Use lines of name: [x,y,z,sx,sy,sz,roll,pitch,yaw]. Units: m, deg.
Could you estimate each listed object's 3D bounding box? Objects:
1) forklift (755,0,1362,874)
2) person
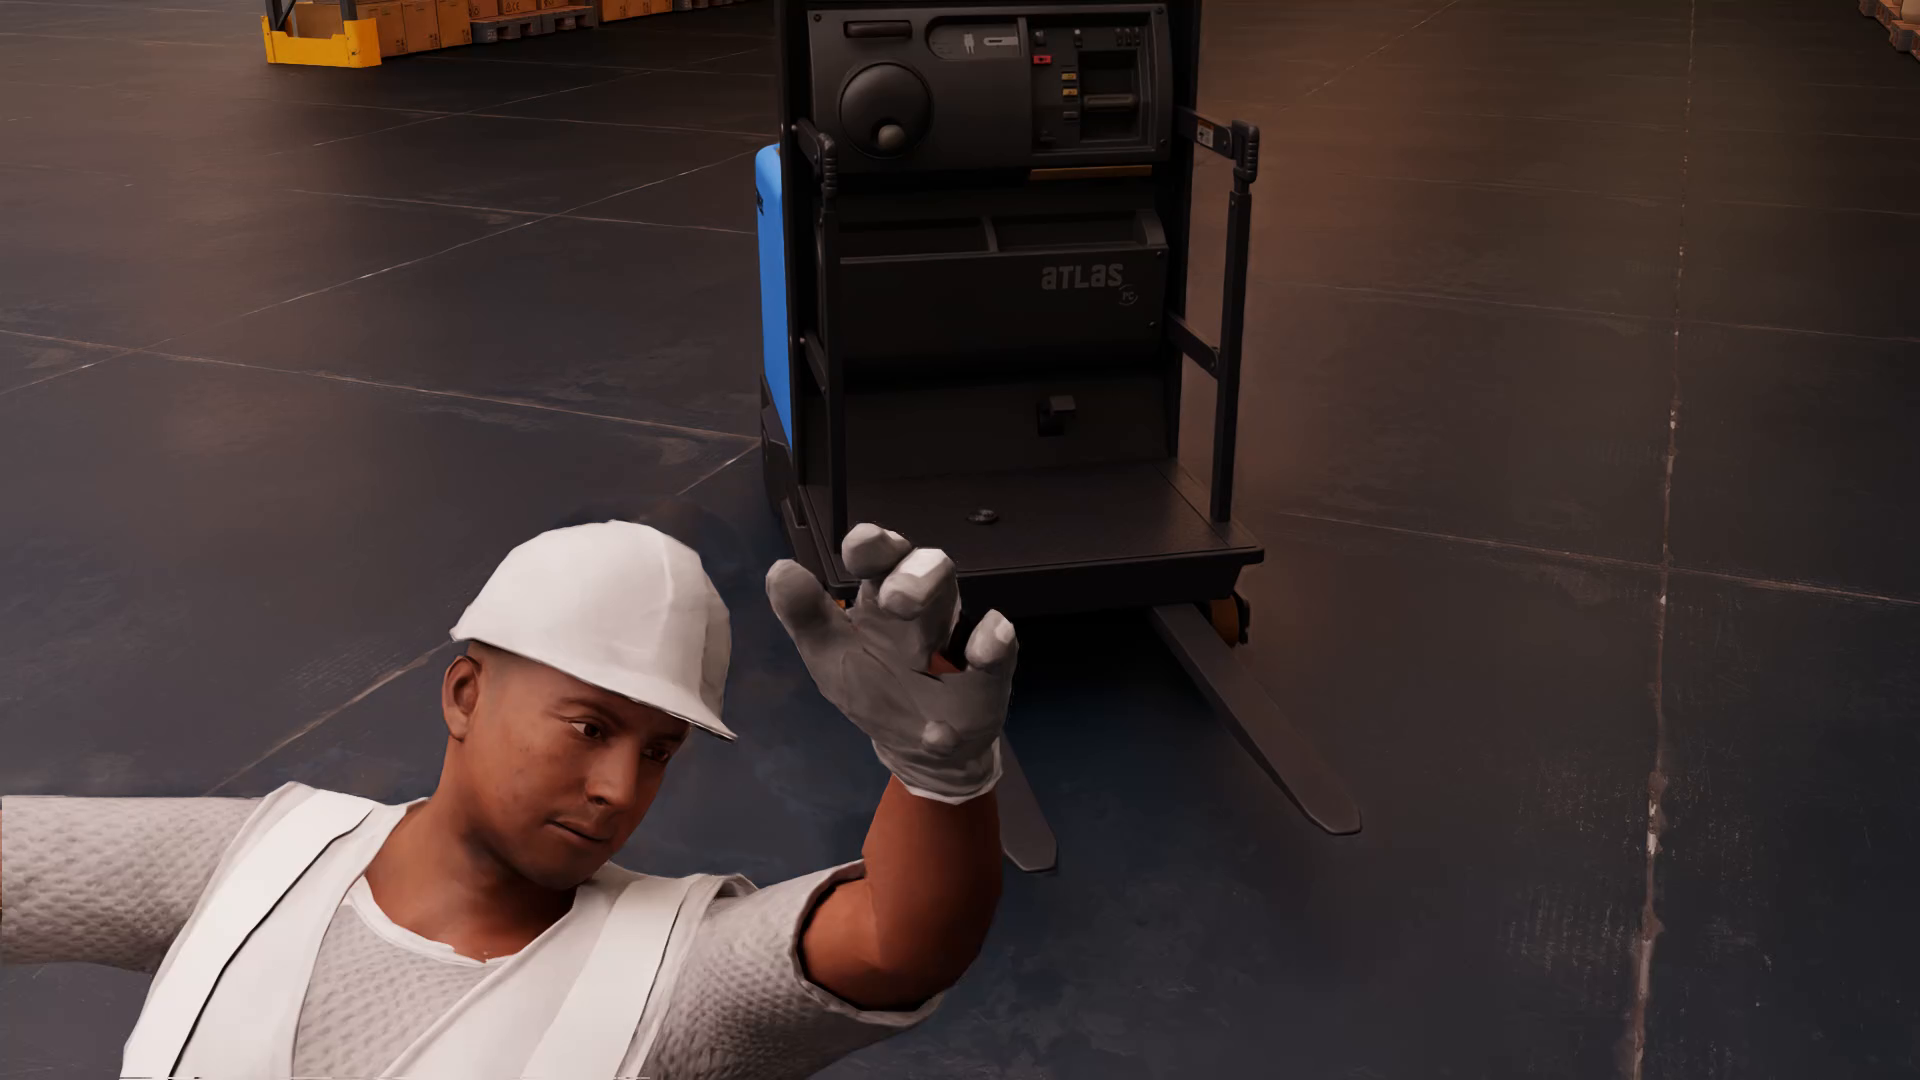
forklift: [0.131,-1.135,4.008,1.130,2.935,3.031,-5,23,-11]
person: [-0.467,0.669,1.320,1.044,1.671,0.732,3,23,8]
